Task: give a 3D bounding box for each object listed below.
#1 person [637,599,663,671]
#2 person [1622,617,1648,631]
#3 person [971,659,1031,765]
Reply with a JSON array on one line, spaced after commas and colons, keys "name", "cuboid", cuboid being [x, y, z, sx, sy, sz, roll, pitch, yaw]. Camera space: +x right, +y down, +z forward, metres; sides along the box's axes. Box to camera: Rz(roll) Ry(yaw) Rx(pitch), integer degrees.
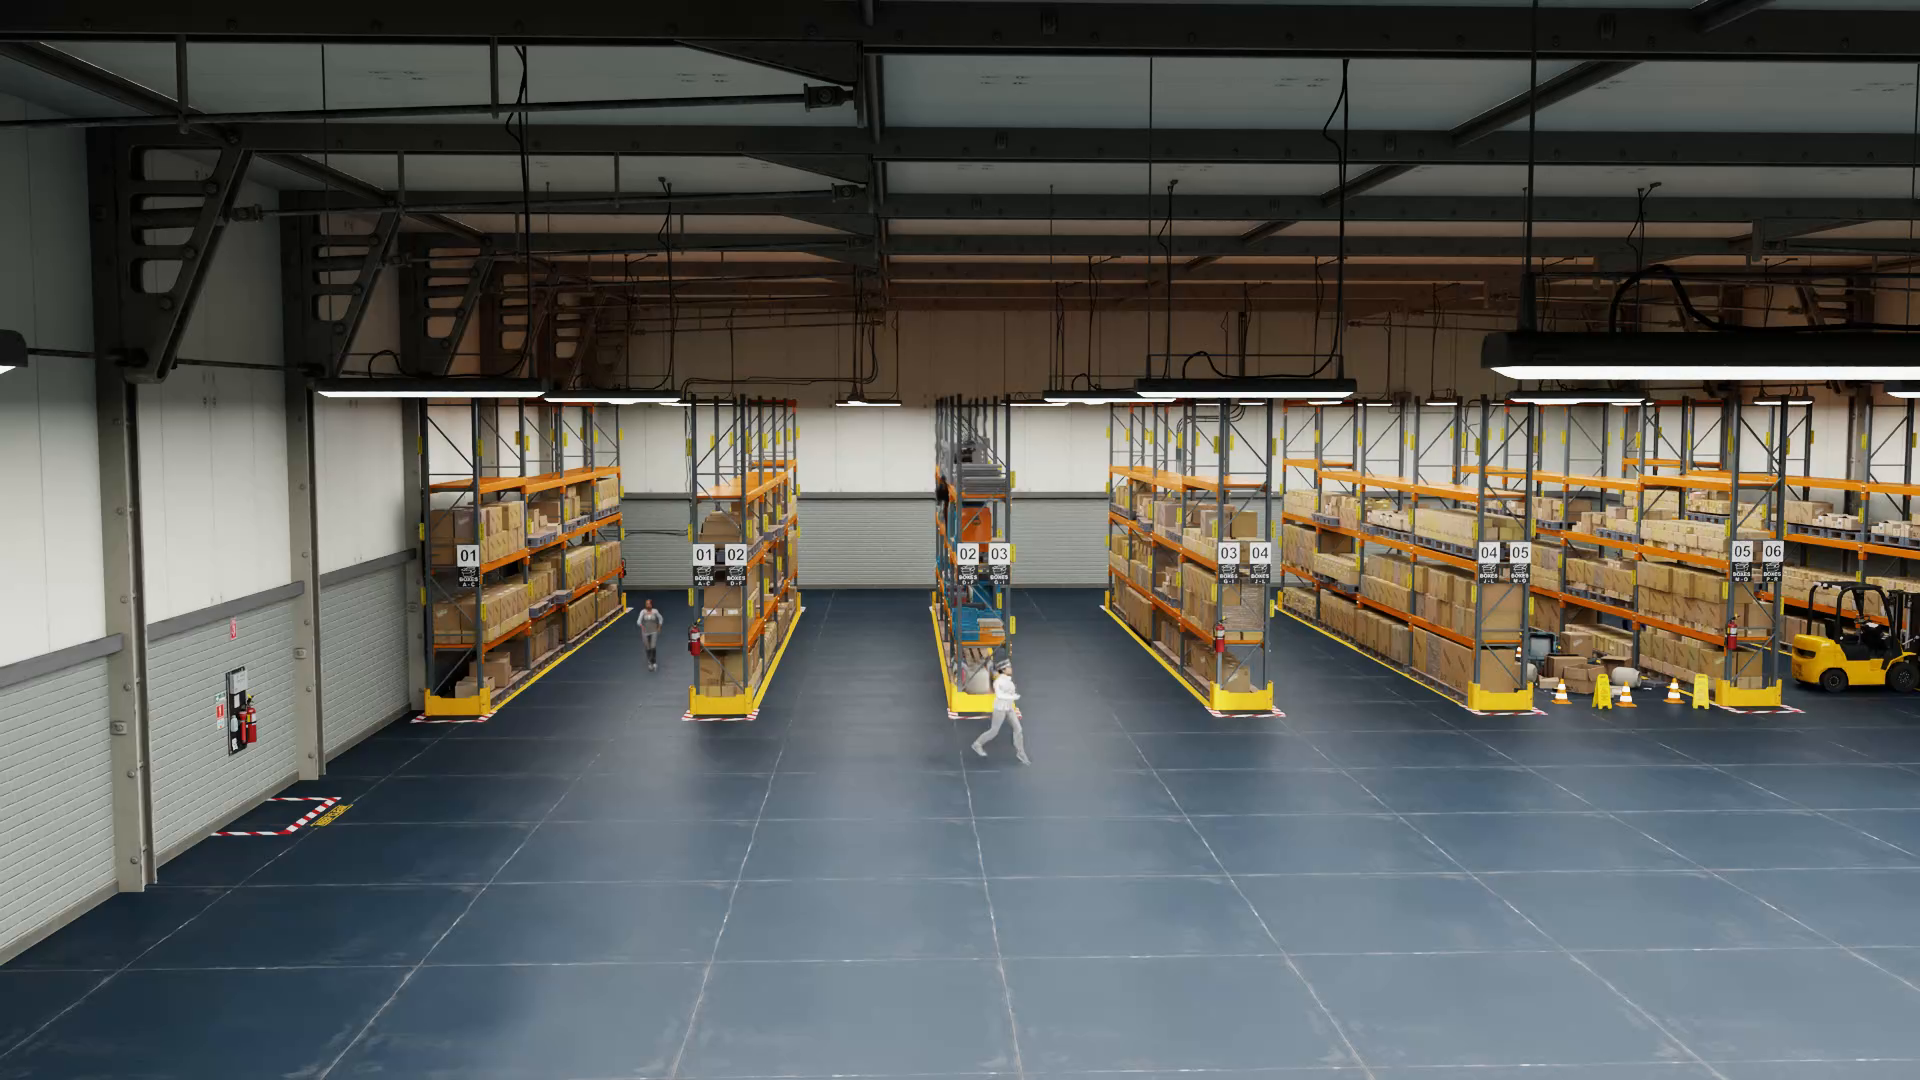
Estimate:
[{"name": "person", "cuboid": [-6.776, 2.076, 36.285, 0.538, 1.591, 0.641, 0, 5, -3]}, {"name": "person", "cuboid": [16.759, 1.688, 41.314, 0.580, 1.646, 1.043, 0, 5, -5]}, {"name": "person", "cuboid": [0.649, 2.776, 26.875, 0.997, 1.738, 0.578, 2, 5, 26]}]
